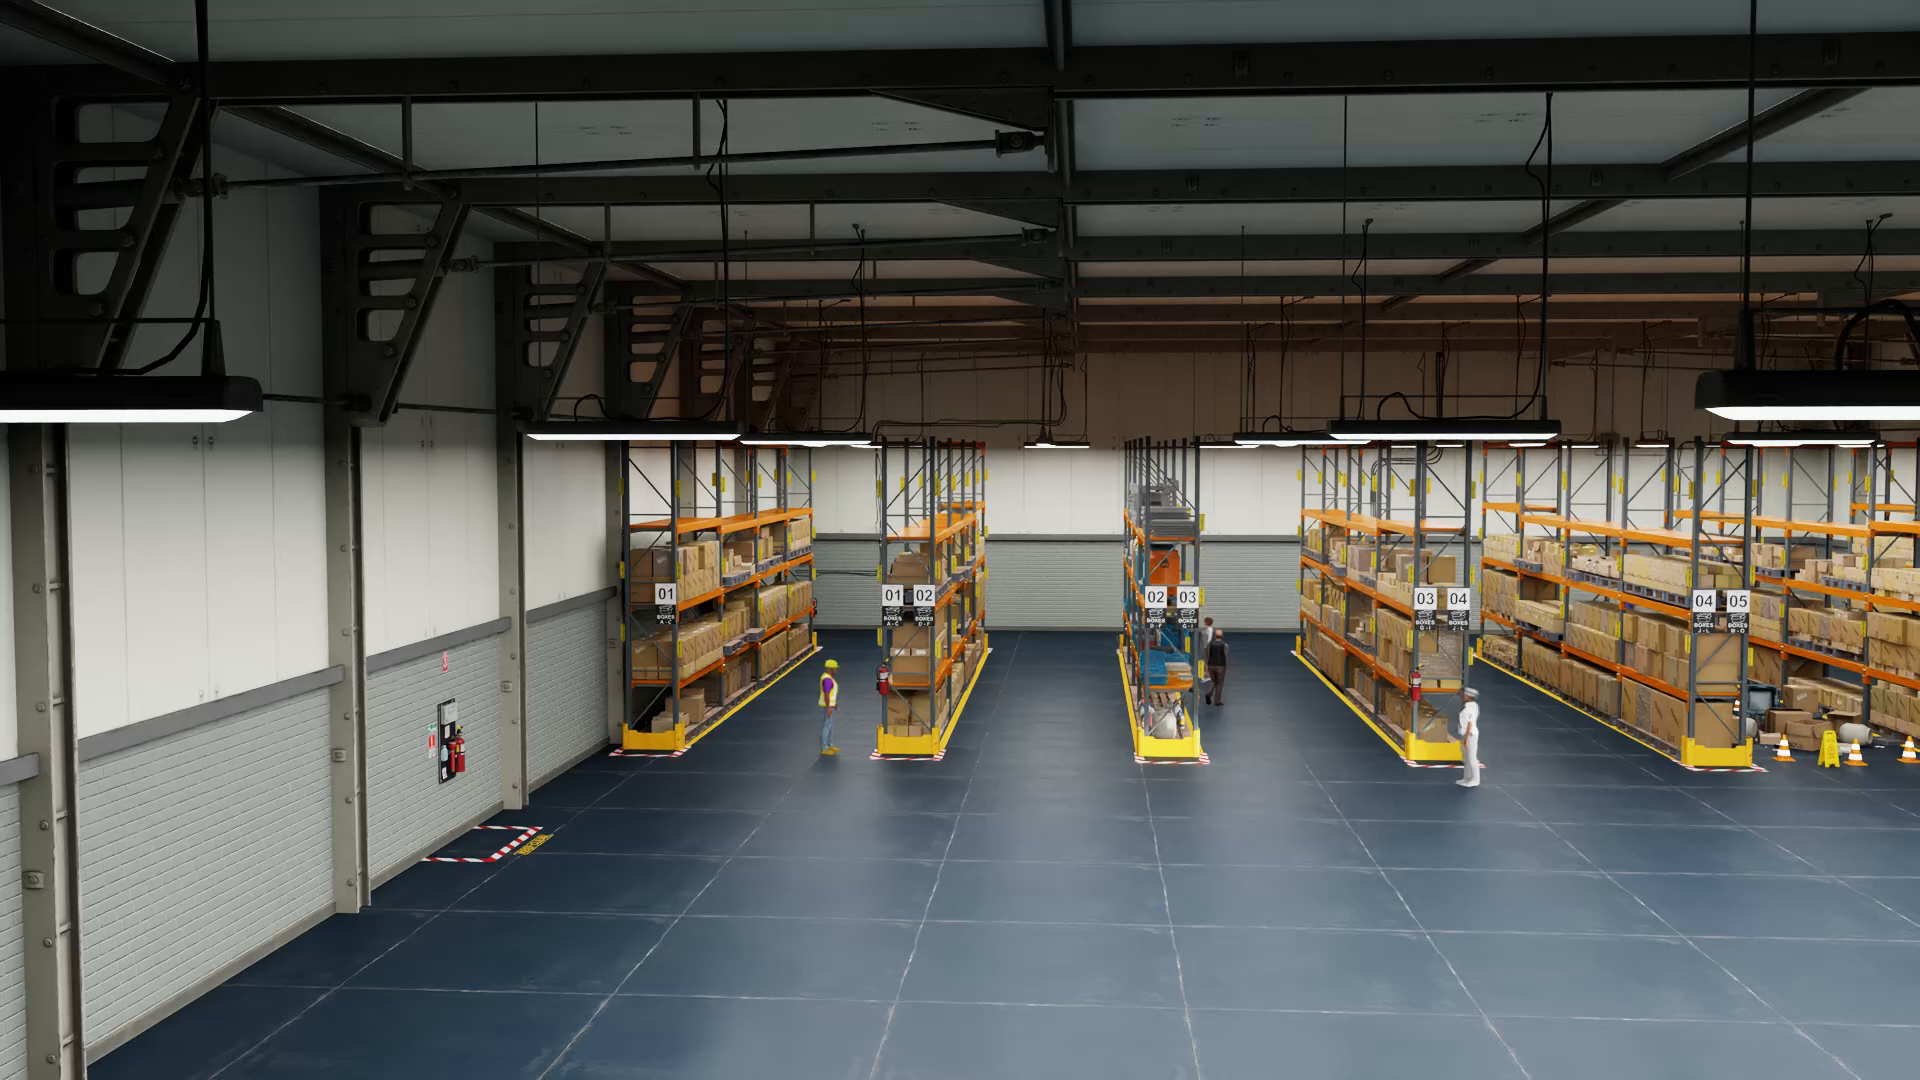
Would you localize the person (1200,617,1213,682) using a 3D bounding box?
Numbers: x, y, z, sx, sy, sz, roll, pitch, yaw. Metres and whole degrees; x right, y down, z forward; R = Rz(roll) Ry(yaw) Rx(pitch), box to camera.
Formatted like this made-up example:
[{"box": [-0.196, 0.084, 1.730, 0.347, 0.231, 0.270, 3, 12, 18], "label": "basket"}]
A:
[{"box": [6.092, 2.712, 41.415, 0.471, 1.606, 0.457, -1, 3, -21], "label": "person"}]

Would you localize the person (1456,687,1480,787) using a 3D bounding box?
[{"box": [8.671, 3.363, 28.466, 0.412, 1.698, 0.531, 0, 3, -6], "label": "person"}]

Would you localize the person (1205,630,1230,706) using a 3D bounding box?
[{"box": [5.761, 2.859, 37.192, 0.481, 1.713, 0.503, -3, 4, -44], "label": "person"}]

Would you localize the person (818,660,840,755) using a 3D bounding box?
[{"box": [-2.478, 3.151, 31.497, 0.411, 1.783, 0.603, 0, 3, -4], "label": "person"}]

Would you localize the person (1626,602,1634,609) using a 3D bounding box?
[{"box": [19.671, 2.272, 49.147, 0.354, 1.663, 0.497, -3, 4, -45], "label": "person"}]
